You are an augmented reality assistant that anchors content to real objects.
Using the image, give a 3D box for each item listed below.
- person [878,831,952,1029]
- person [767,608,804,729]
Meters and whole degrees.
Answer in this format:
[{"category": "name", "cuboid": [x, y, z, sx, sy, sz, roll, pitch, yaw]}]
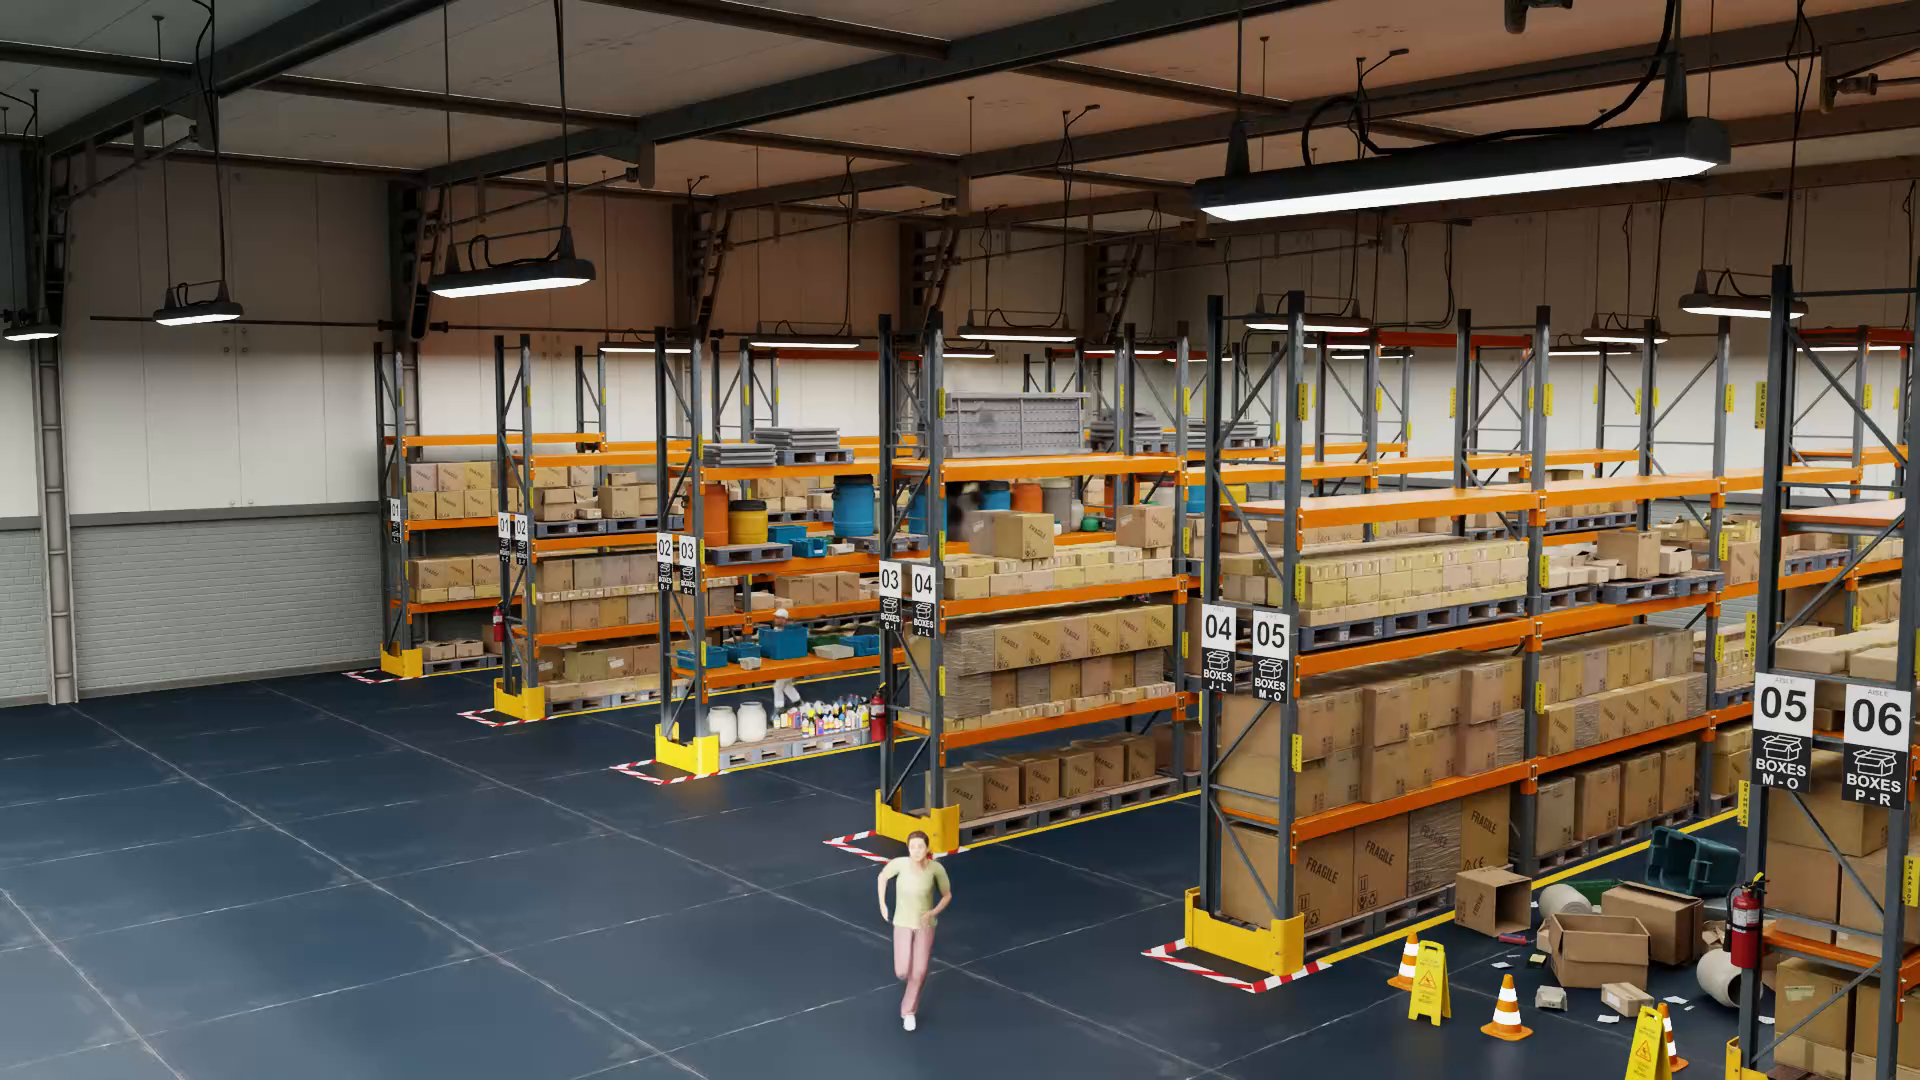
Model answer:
[{"category": "person", "cuboid": [-0.372, 3.146, 13.557, 0.618, 1.620, 0.646, 0, 5, 5]}, {"category": "person", "cuboid": [-2.676, 1.954, 25.548, 0.855, 1.833, 0.608, -4, 7, -40]}]
